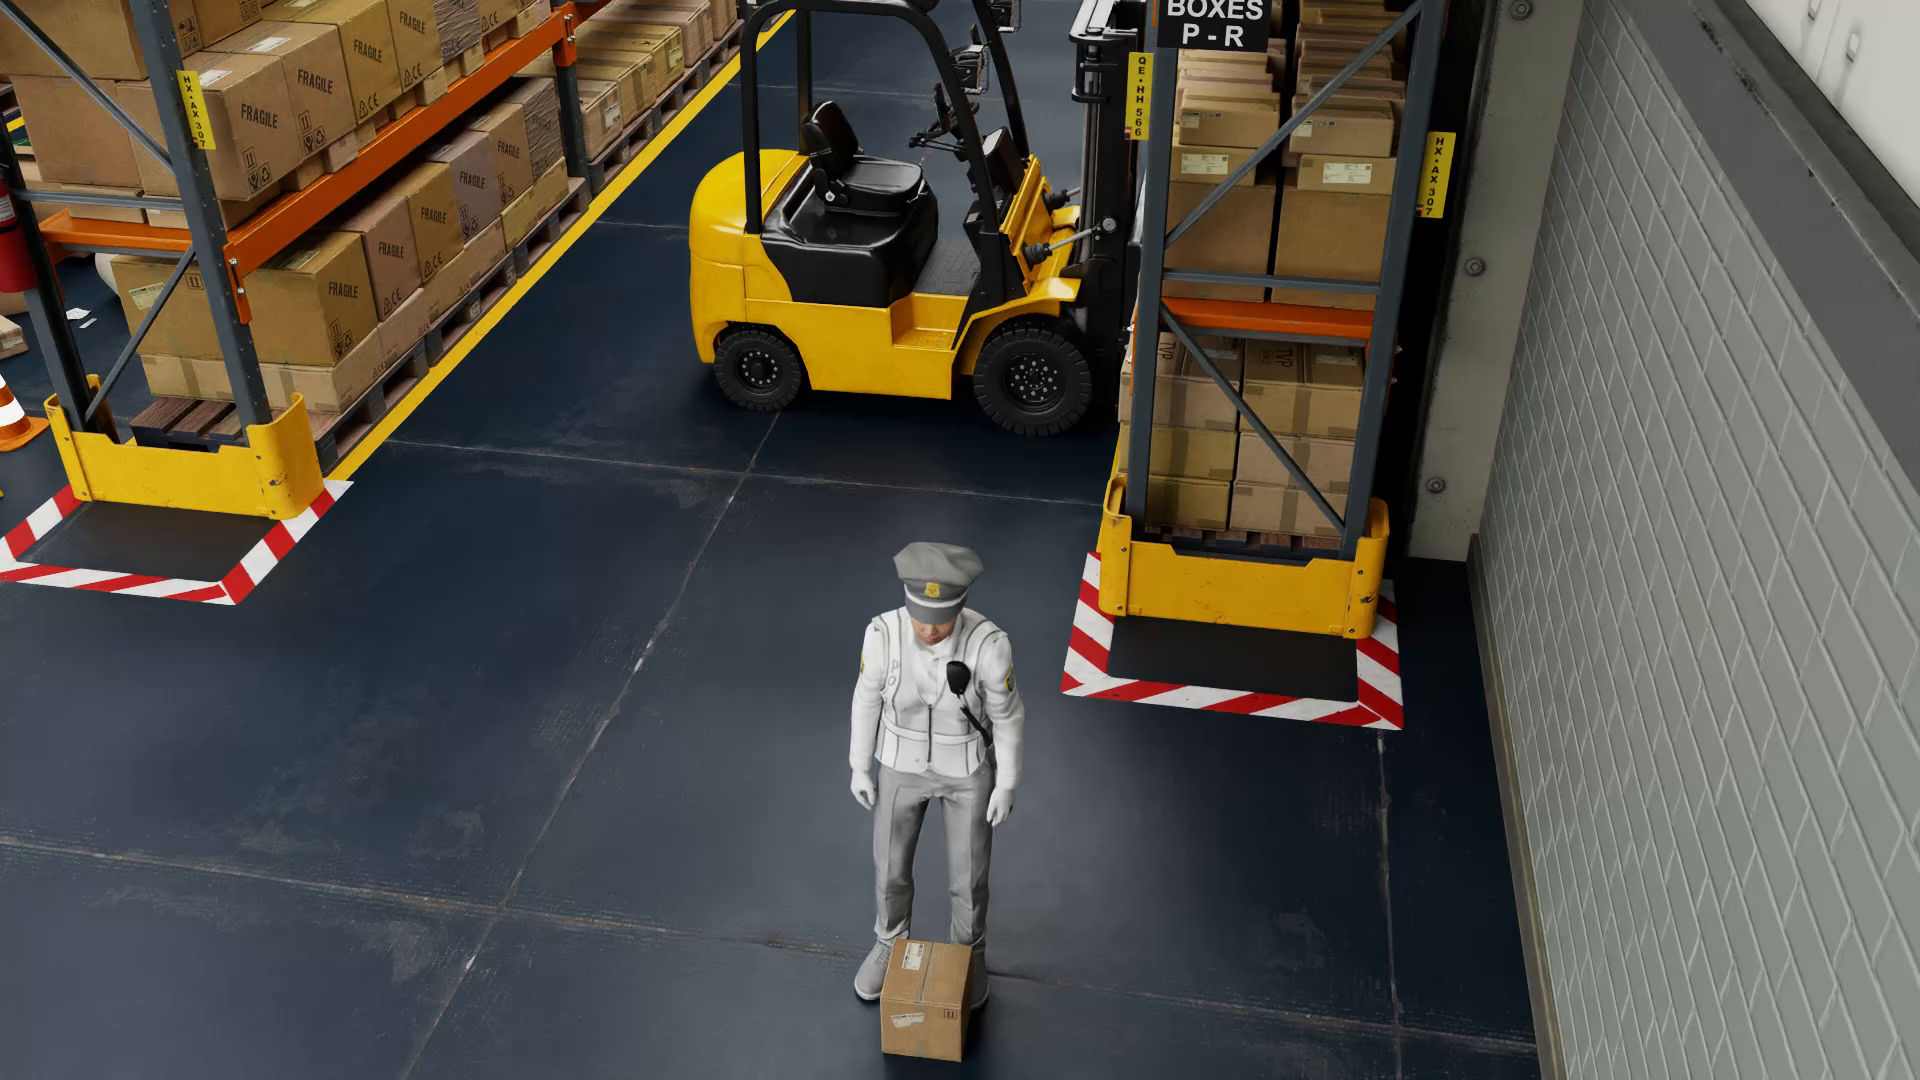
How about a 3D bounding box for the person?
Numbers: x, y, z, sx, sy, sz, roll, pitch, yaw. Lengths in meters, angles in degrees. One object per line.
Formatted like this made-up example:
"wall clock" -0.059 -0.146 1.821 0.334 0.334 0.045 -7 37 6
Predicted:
"person" -0.075 0.711 5.021 0.526 1.663 0.375 5 33 8
